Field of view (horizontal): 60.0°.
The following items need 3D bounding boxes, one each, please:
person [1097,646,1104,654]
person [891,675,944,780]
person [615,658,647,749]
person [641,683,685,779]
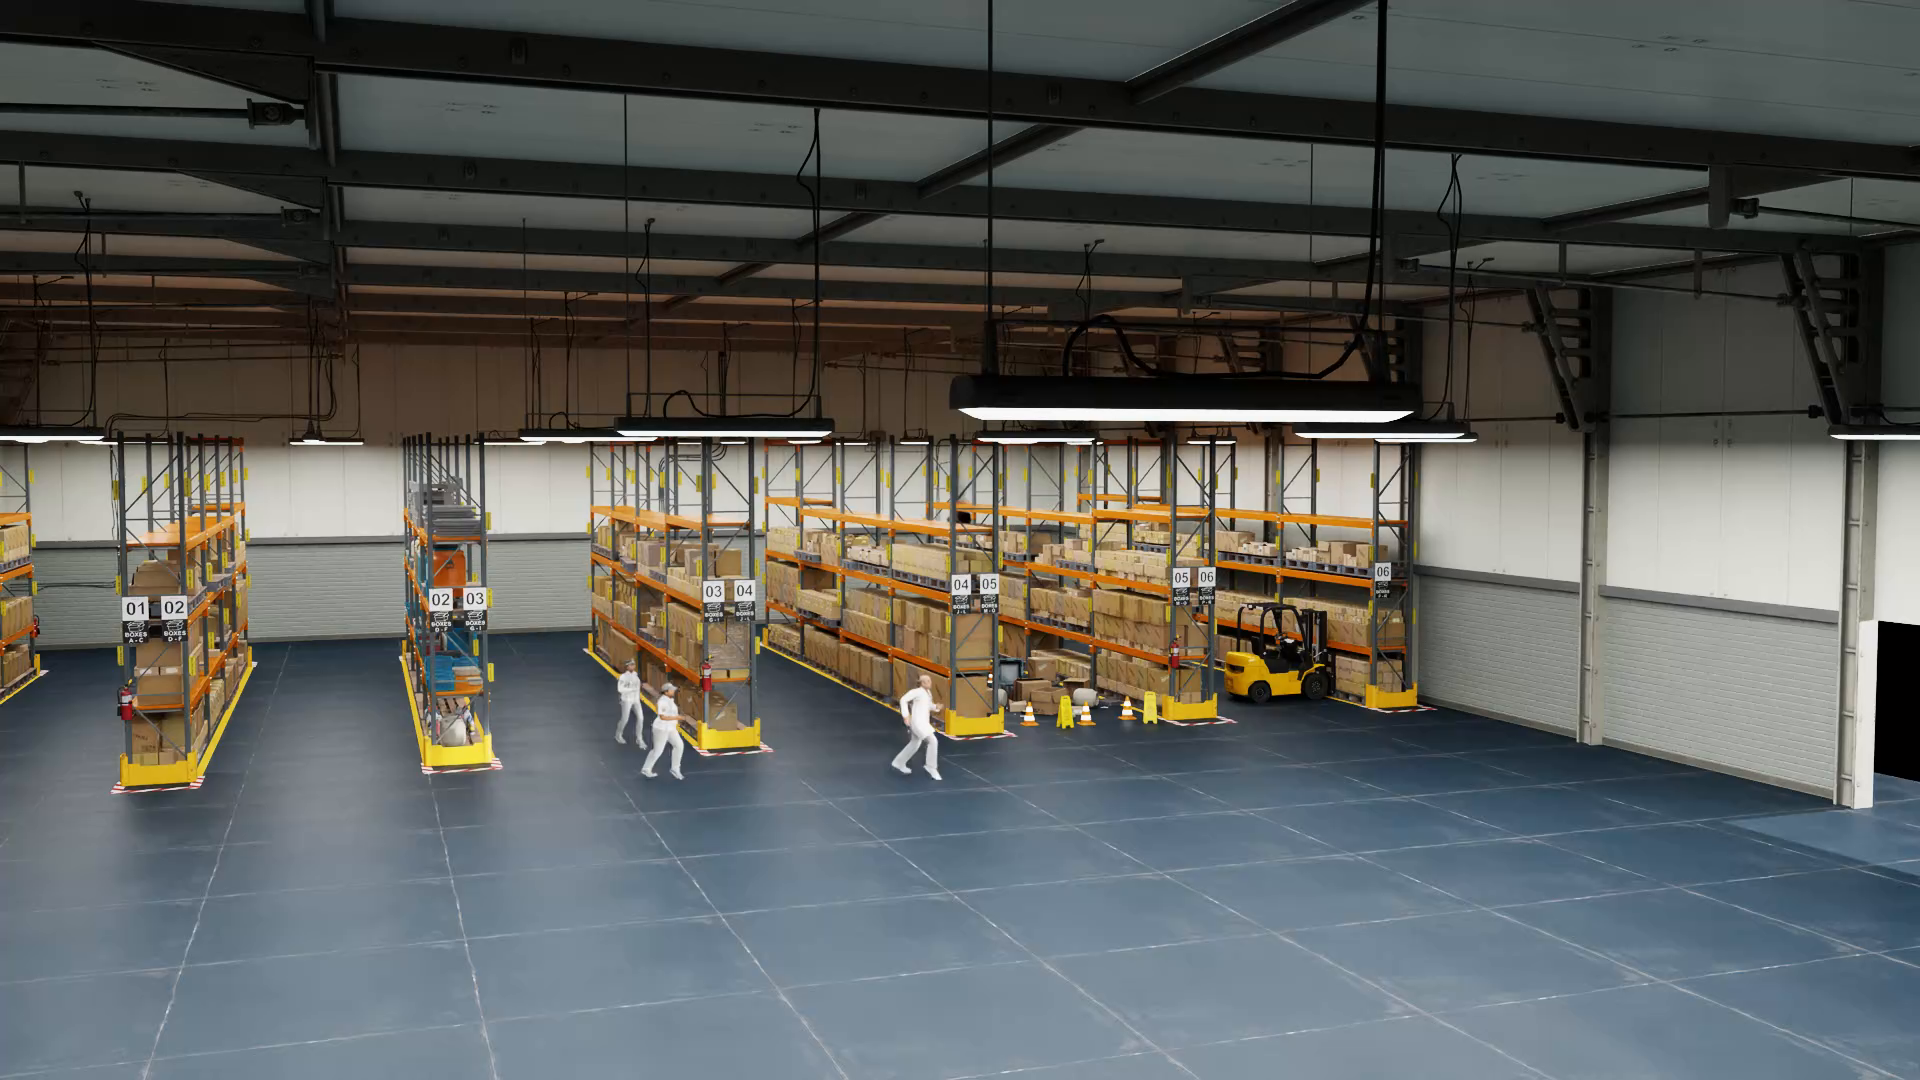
[{"bbox_3d":[3.831,2.490,43.325,0.571,1.693,0.865,-1,3,-18],"label":"person"},{"bbox_3d":[-0.742,3.246,28.841,0.930,1.831,0.741,1,3,17],"label":"person"},{"bbox_3d":[-6.335,3.108,31.799,0.779,1.743,0.598,3,4,42],"label":"person"},{"bbox_3d":[-5.100,3.313,28.671,0.809,1.715,0.547,1,3,14],"label":"person"}]
